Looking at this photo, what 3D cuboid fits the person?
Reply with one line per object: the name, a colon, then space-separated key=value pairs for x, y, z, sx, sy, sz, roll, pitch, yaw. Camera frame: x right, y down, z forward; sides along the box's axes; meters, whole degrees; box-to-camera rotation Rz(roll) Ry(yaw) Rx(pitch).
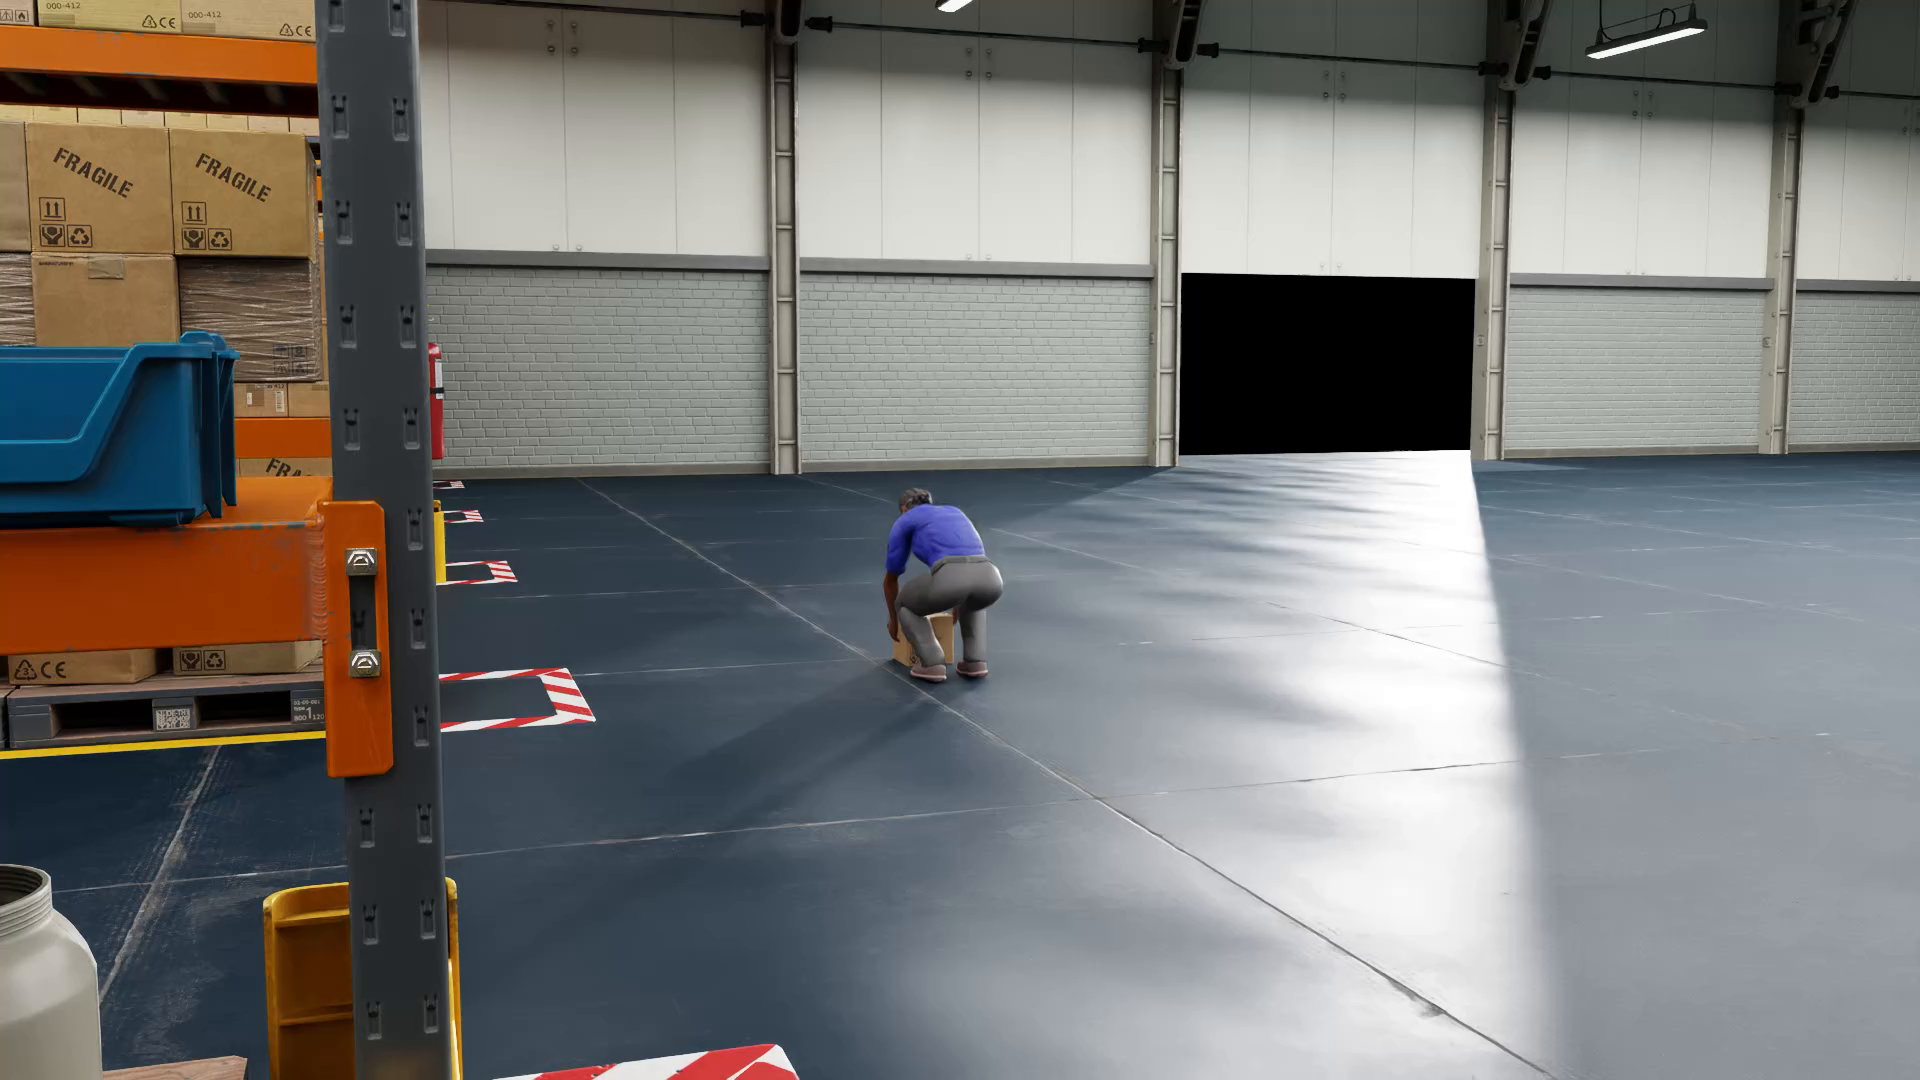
person: x=-0.095 y=0.215 z=8.191 sx=0.475 sy=0.911 sz=0.805 roll=-2 pitch=6 yaw=-19
